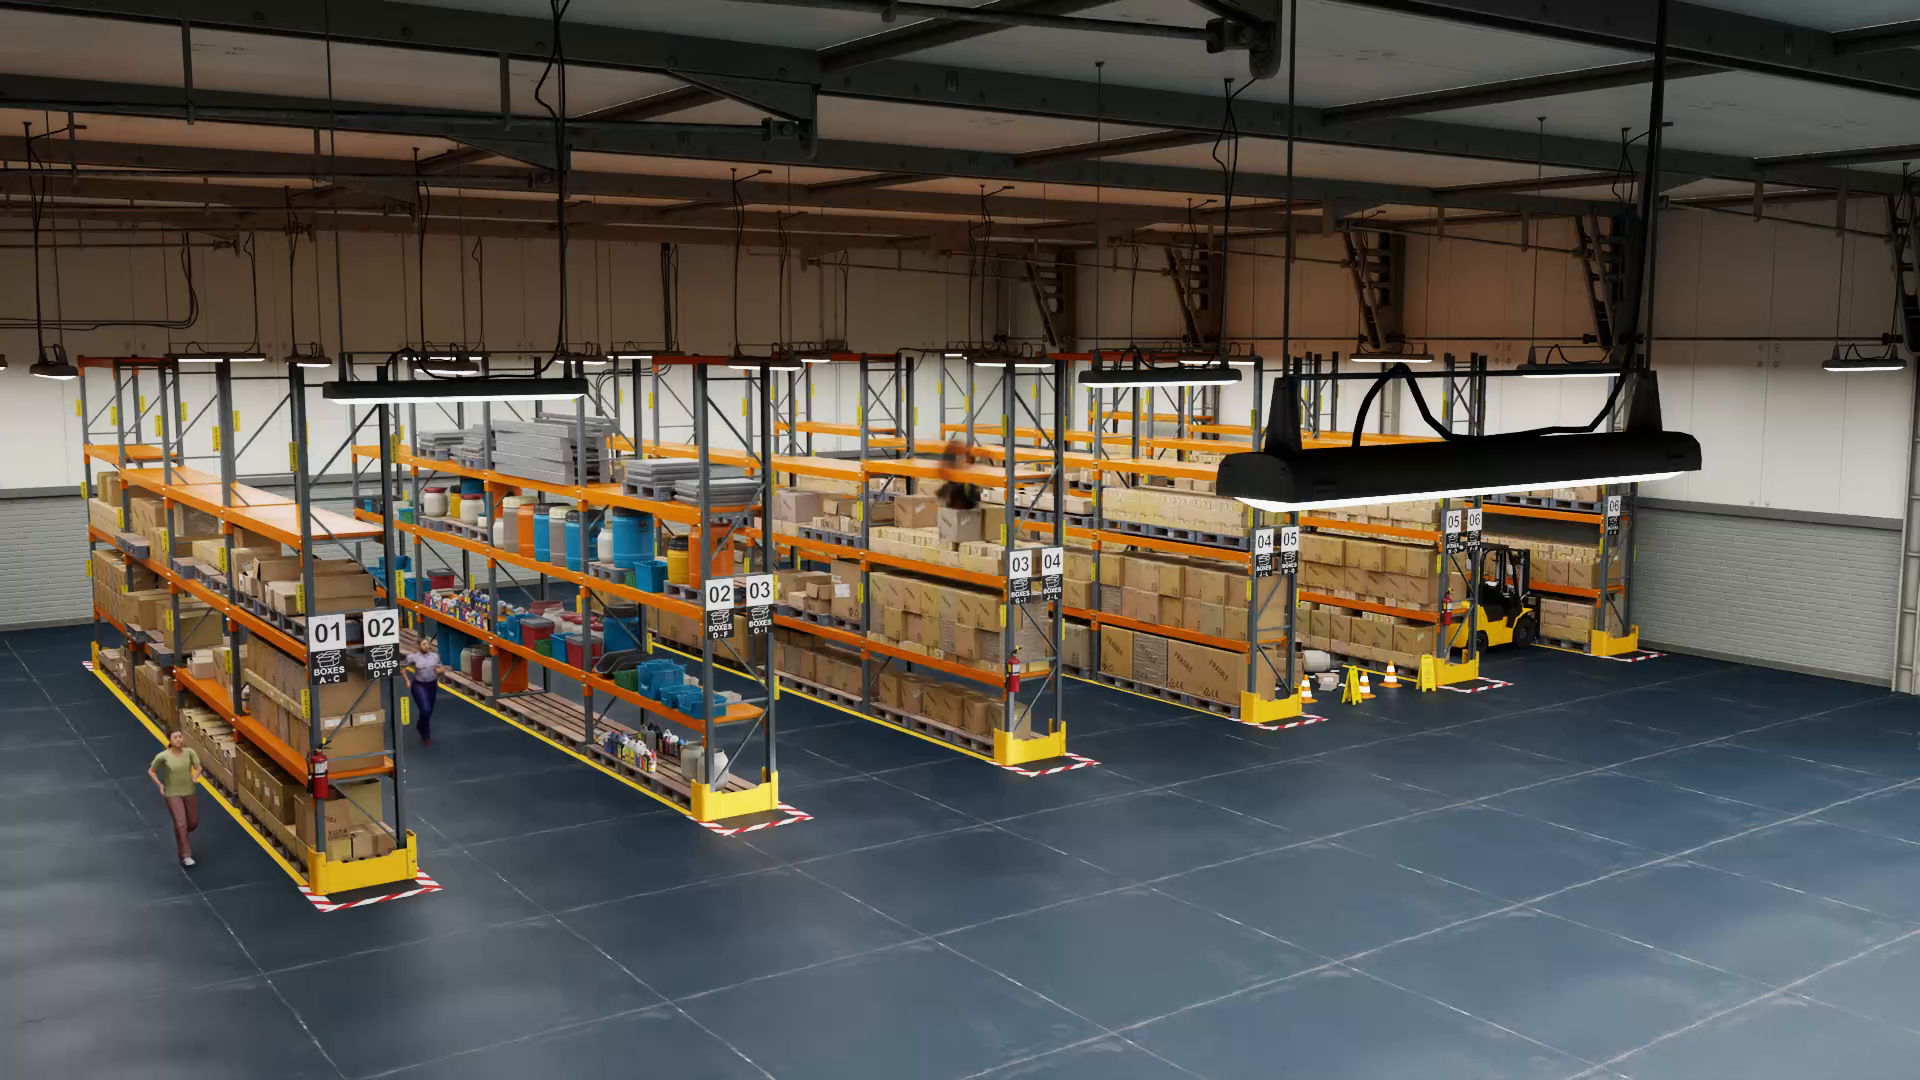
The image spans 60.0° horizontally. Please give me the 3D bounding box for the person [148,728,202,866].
[{"bbox_3d":[-9.478,3.086,20.162,0.589,1.624,0.802,-6,9,-41],"label":"person"}]

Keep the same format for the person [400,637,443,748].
[{"bbox_3d":[-8.400,2.364,26.056,0.770,1.709,0.580,6,9,41],"label":"person"}]
